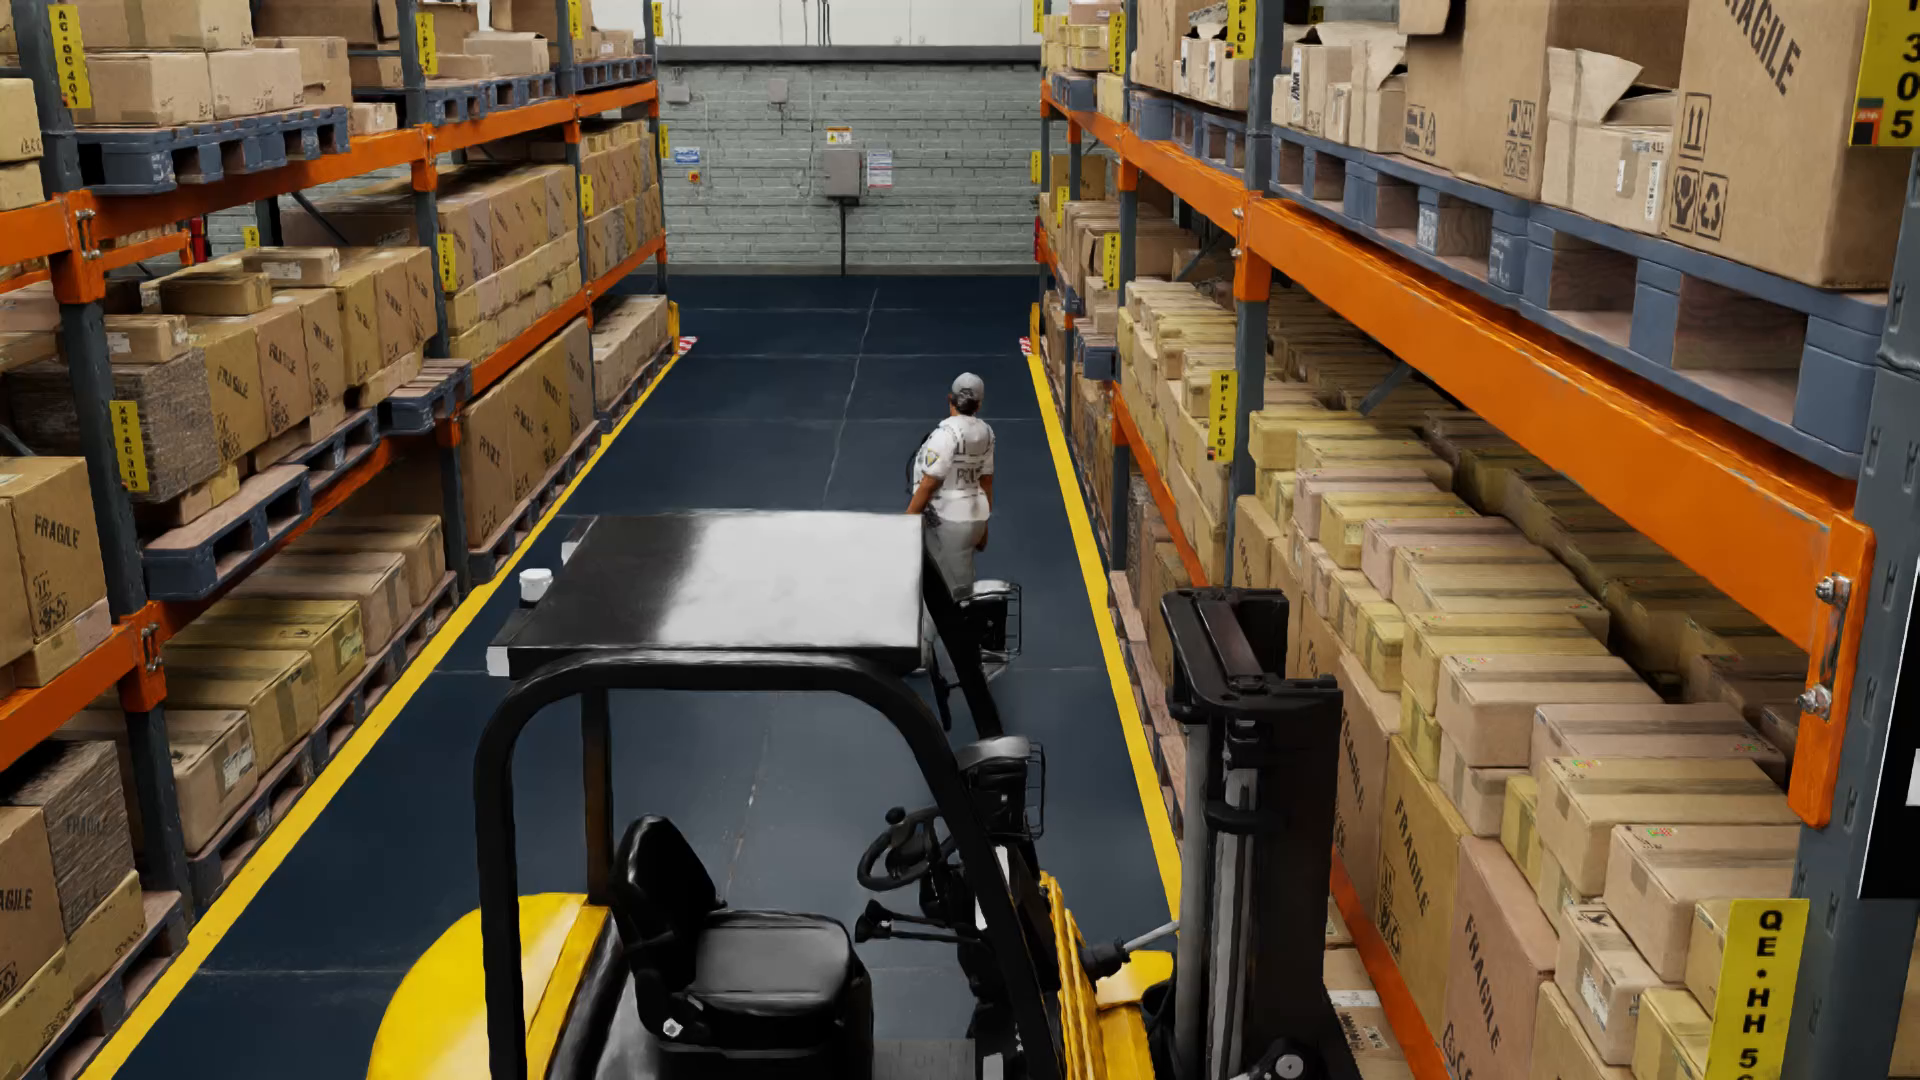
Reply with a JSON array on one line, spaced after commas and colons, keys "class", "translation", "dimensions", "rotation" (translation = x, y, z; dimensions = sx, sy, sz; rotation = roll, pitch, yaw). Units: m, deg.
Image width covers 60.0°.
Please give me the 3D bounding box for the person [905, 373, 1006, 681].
[{"class": "person", "translation": [-0.063, -0.067, 8.823], "dimensions": [0.681, 1.631, 0.534], "rotation": [6, 18, 20]}]
